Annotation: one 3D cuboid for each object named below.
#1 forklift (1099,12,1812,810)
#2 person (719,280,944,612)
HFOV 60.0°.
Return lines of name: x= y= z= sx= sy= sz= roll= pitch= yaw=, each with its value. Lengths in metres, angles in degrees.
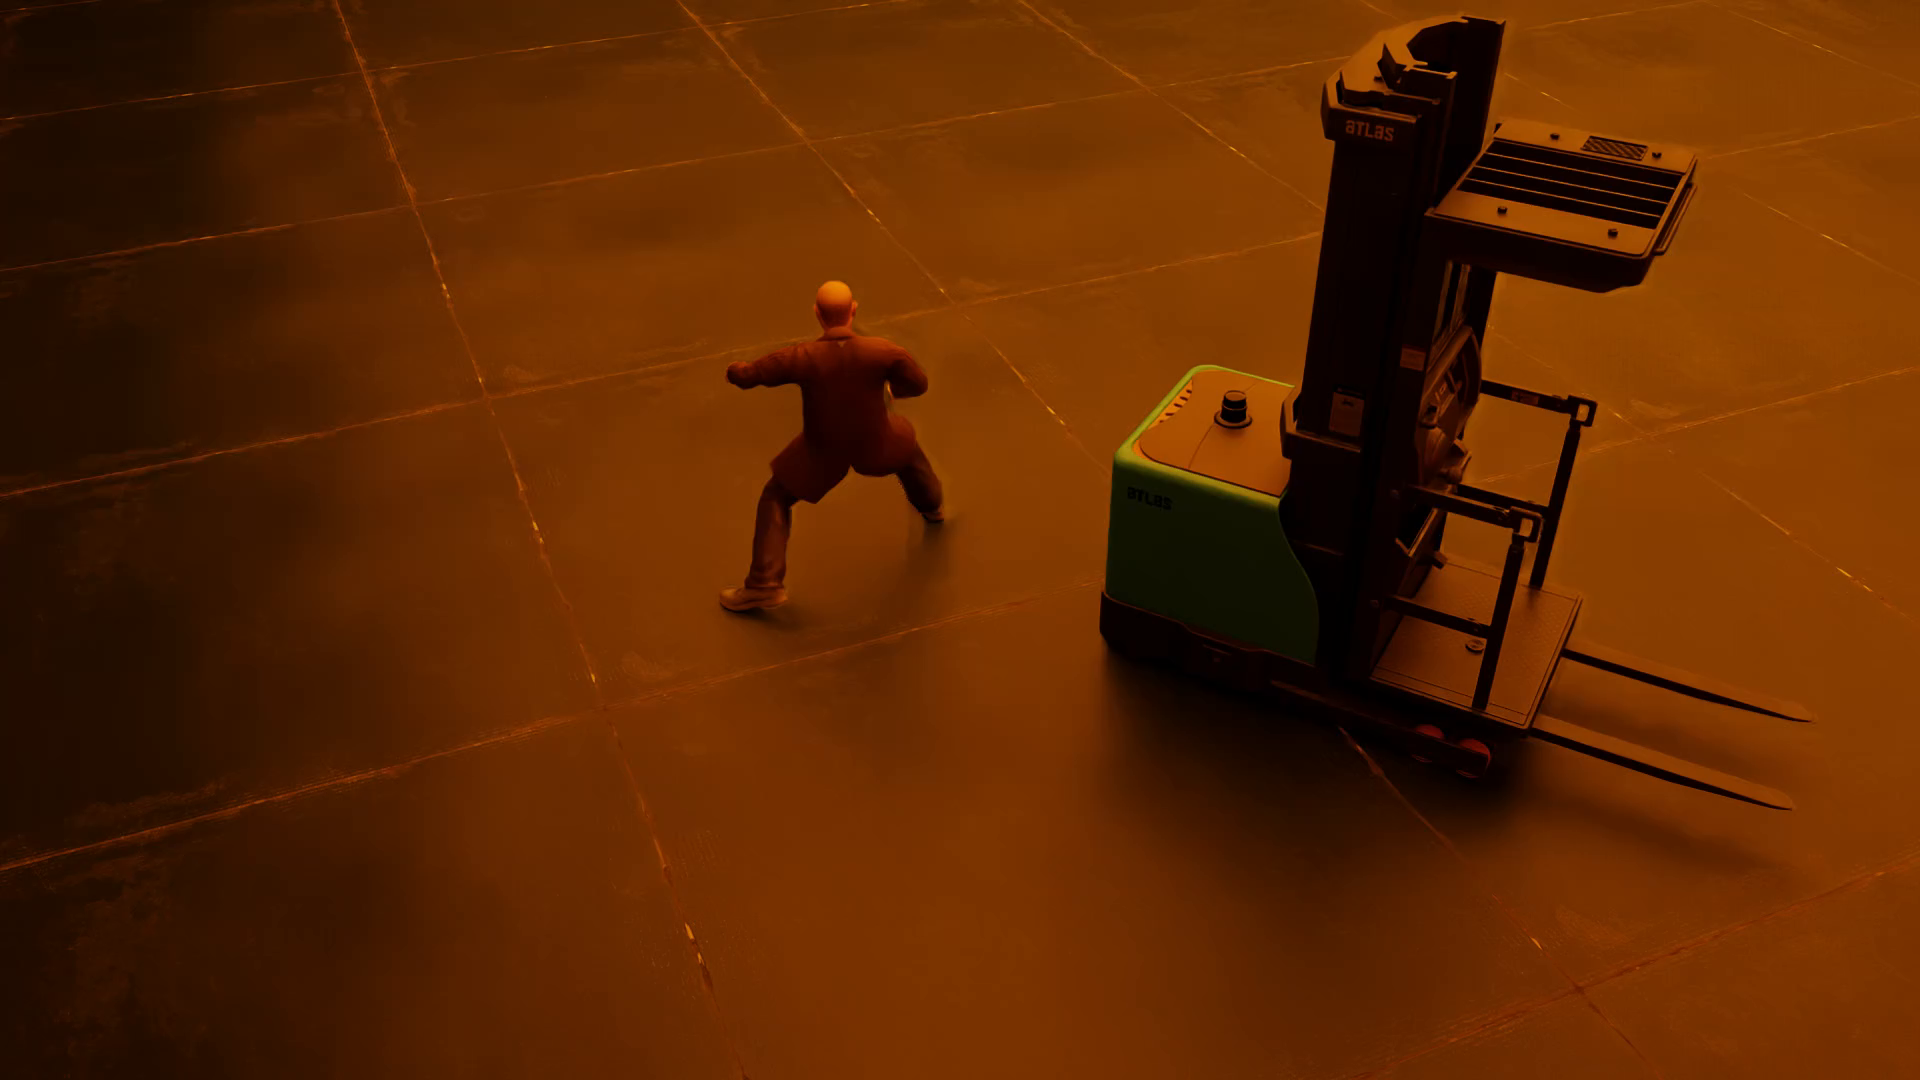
forklift: x=2.201 y=-0.522 z=6.833 sx=3.031 sy=2.935 sz=1.130 roll=18 pitch=39 yaw=23
person: x=-0.643 y=-0.576 z=8.097 sx=1.197 sy=1.583 sz=1.055 roll=-5 pitch=36 yaw=-7
